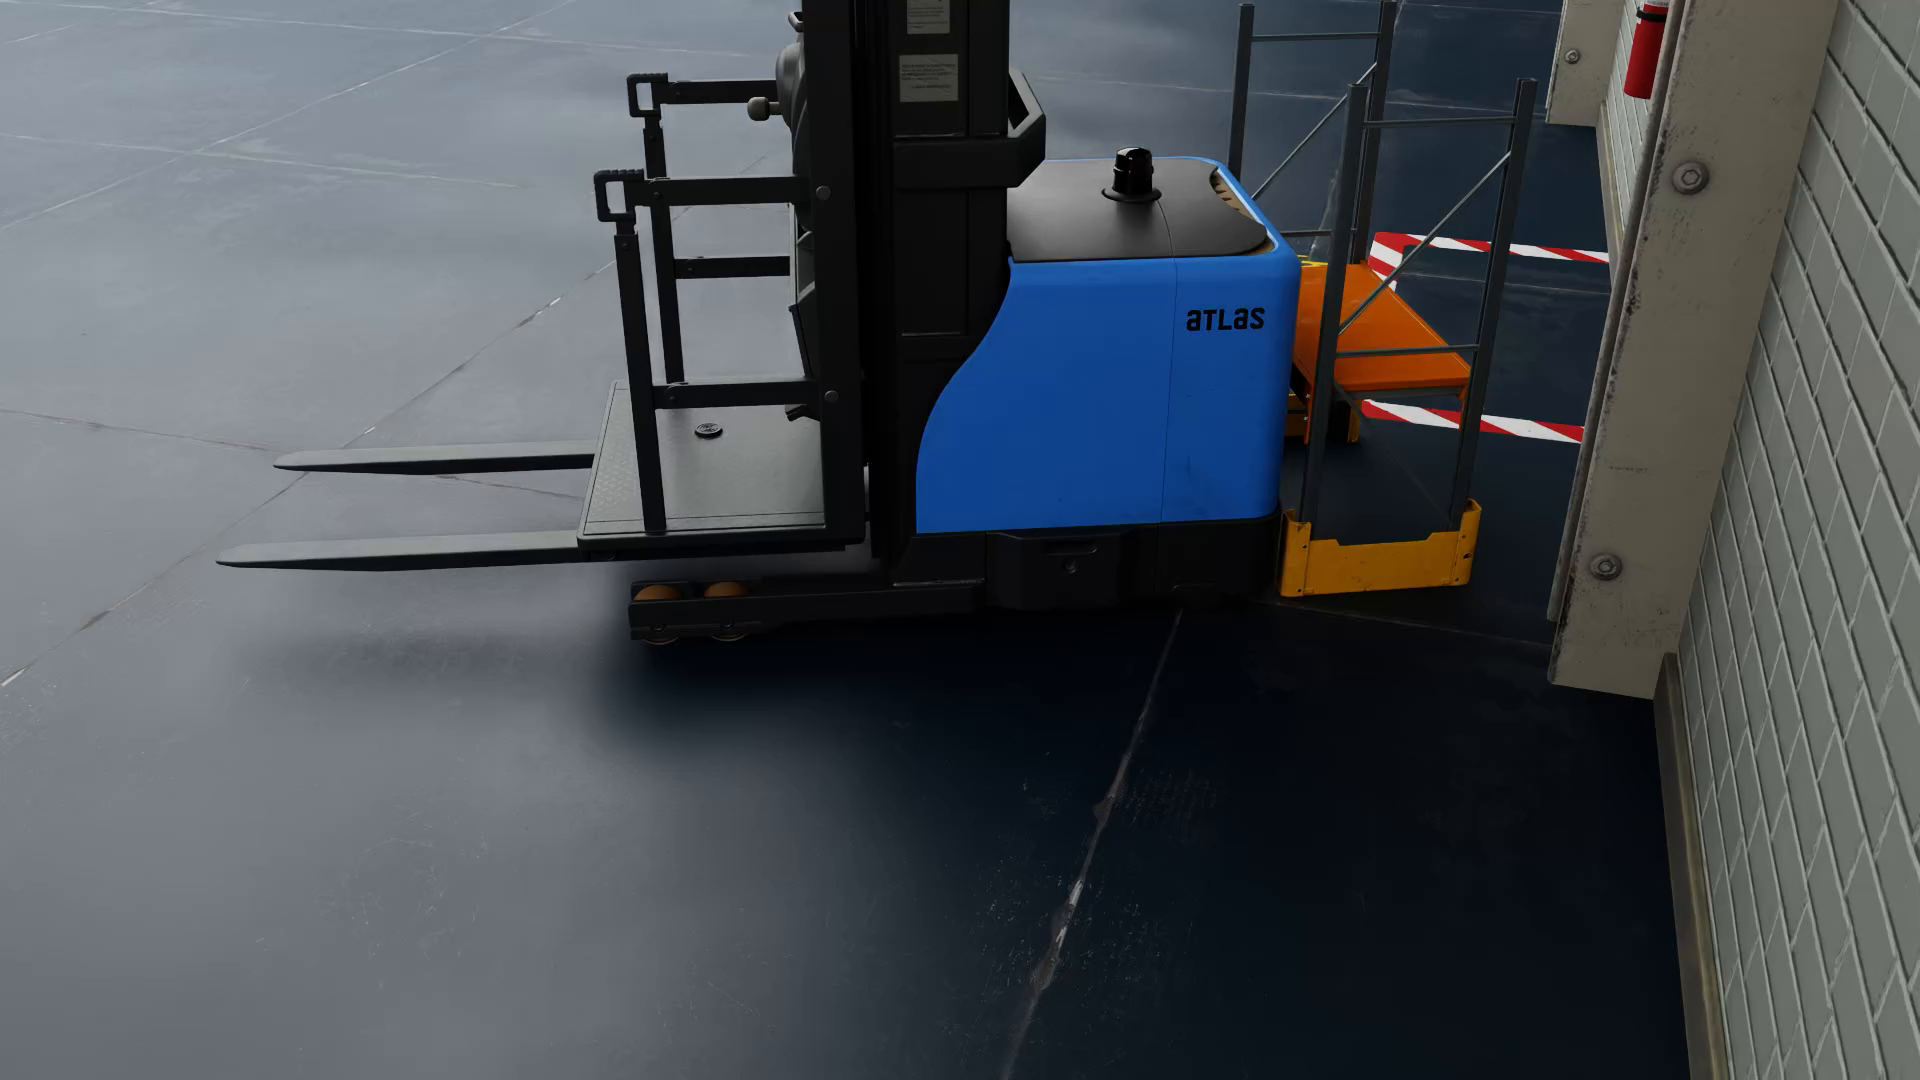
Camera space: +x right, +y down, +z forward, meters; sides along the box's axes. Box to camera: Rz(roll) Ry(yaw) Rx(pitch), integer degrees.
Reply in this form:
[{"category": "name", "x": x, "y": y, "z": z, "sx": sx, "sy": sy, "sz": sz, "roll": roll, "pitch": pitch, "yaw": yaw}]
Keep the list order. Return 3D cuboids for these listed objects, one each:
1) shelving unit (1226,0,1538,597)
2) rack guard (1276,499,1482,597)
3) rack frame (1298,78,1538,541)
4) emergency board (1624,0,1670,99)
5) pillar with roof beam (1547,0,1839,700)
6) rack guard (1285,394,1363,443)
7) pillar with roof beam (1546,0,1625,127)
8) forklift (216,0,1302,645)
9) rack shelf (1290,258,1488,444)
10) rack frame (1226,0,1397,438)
[{"category": "shelving unit", "x": 1.179, "y": -0.764, "z": 5.079, "sx": 0.587, "sy": 1.500, "sz": 1.083, "roll": -4, "pitch": 29, "yaw": -7}, {"category": "rack guard", "x": 1.244, "y": 0.023, "z": 4.952, "sx": 0.587, "sy": 0.250, "sz": 0.087, "roll": -4, "pitch": 29, "yaw": -7}, {"category": "rack frame", "x": 1.244, "y": -0.523, "z": 4.647, "sx": 0.500, "sy": 1.500, "sz": 0.032, "roll": -4, "pitch": 29, "yaw": -7}, {"category": "emergency board", "x": 2.575, "y": -2.133, "z": 6.000, "sx": 0.194, "sy": 1.169, "sz": 0.643, "roll": 8, "pitch": 30, "yaw": 15}, {"category": "pillar with roof beam", "x": -2.302, "y": -4.226, "z": 3.591, "sx": 9.100, "sy": 9.000, "sz": 0.400, "roll": 8, "pitch": 30, "yaw": 15}, {"category": "rack guard", "x": 1.113, "y": -0.458, "z": 5.815, "sx": 0.587, "sy": 0.250, "sz": 0.087, "roll": -4, "pitch": 29, "yaw": -7}, {"category": "pillar with roof beam", "x": -0.541, "y": -7.015, "z": 8.603, "sx": 9.100, "sy": 9.000, "sz": 0.400, "roll": 8, "pitch": 30, "yaw": 15}, {"category": "forklift", "x": -0.620, "y": -1.253, "z": 4.487, "sx": 3.031, "sy": 2.935, "sz": 1.130, "roll": -3, "pitch": 29, "yaw": -5}, {"category": "rack shelf", "x": 1.178, "y": -0.611, "z": 5.175, "sx": 0.538, "sy": 0.185, "sz": 1.000, "roll": -4, "pitch": 29, "yaw": -7}, {"category": "rack frame", "x": 1.112, "y": -1.013, "z": 5.528, "sx": 0.500, "sy": 1.500, "sz": 0.032, "roll": -4, "pitch": 29, "yaw": -7}]
